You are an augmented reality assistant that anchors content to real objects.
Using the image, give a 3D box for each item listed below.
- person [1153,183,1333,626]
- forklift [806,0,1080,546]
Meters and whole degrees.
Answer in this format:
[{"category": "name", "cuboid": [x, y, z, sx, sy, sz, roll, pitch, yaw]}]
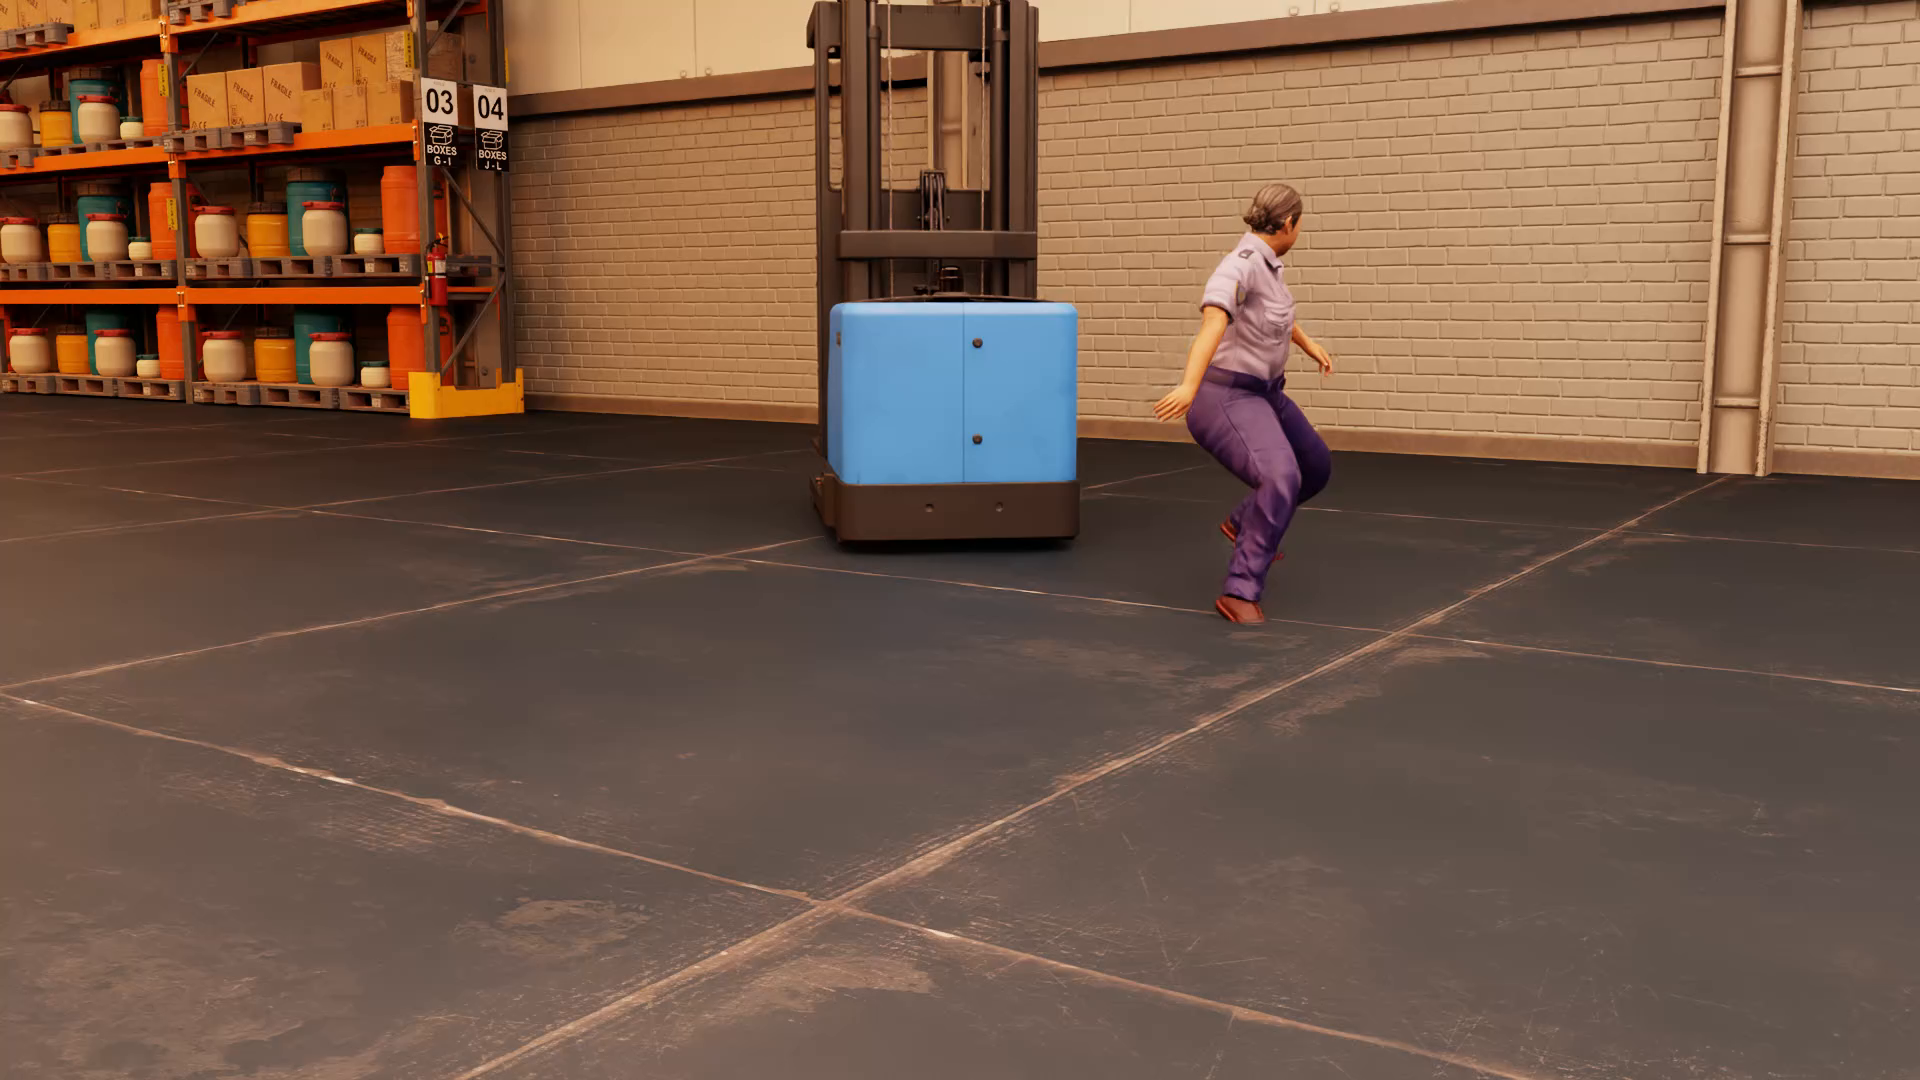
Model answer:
[{"category": "person", "cuboid": [1.031, -0.471, 5.909, 0.508, 1.563, 1.129, 4, 9, 25]}, {"category": "forklift", "cuboid": [-0.197, -1.595, 8.413, 1.130, 2.935, 3.031, -1, 8, -8]}]
